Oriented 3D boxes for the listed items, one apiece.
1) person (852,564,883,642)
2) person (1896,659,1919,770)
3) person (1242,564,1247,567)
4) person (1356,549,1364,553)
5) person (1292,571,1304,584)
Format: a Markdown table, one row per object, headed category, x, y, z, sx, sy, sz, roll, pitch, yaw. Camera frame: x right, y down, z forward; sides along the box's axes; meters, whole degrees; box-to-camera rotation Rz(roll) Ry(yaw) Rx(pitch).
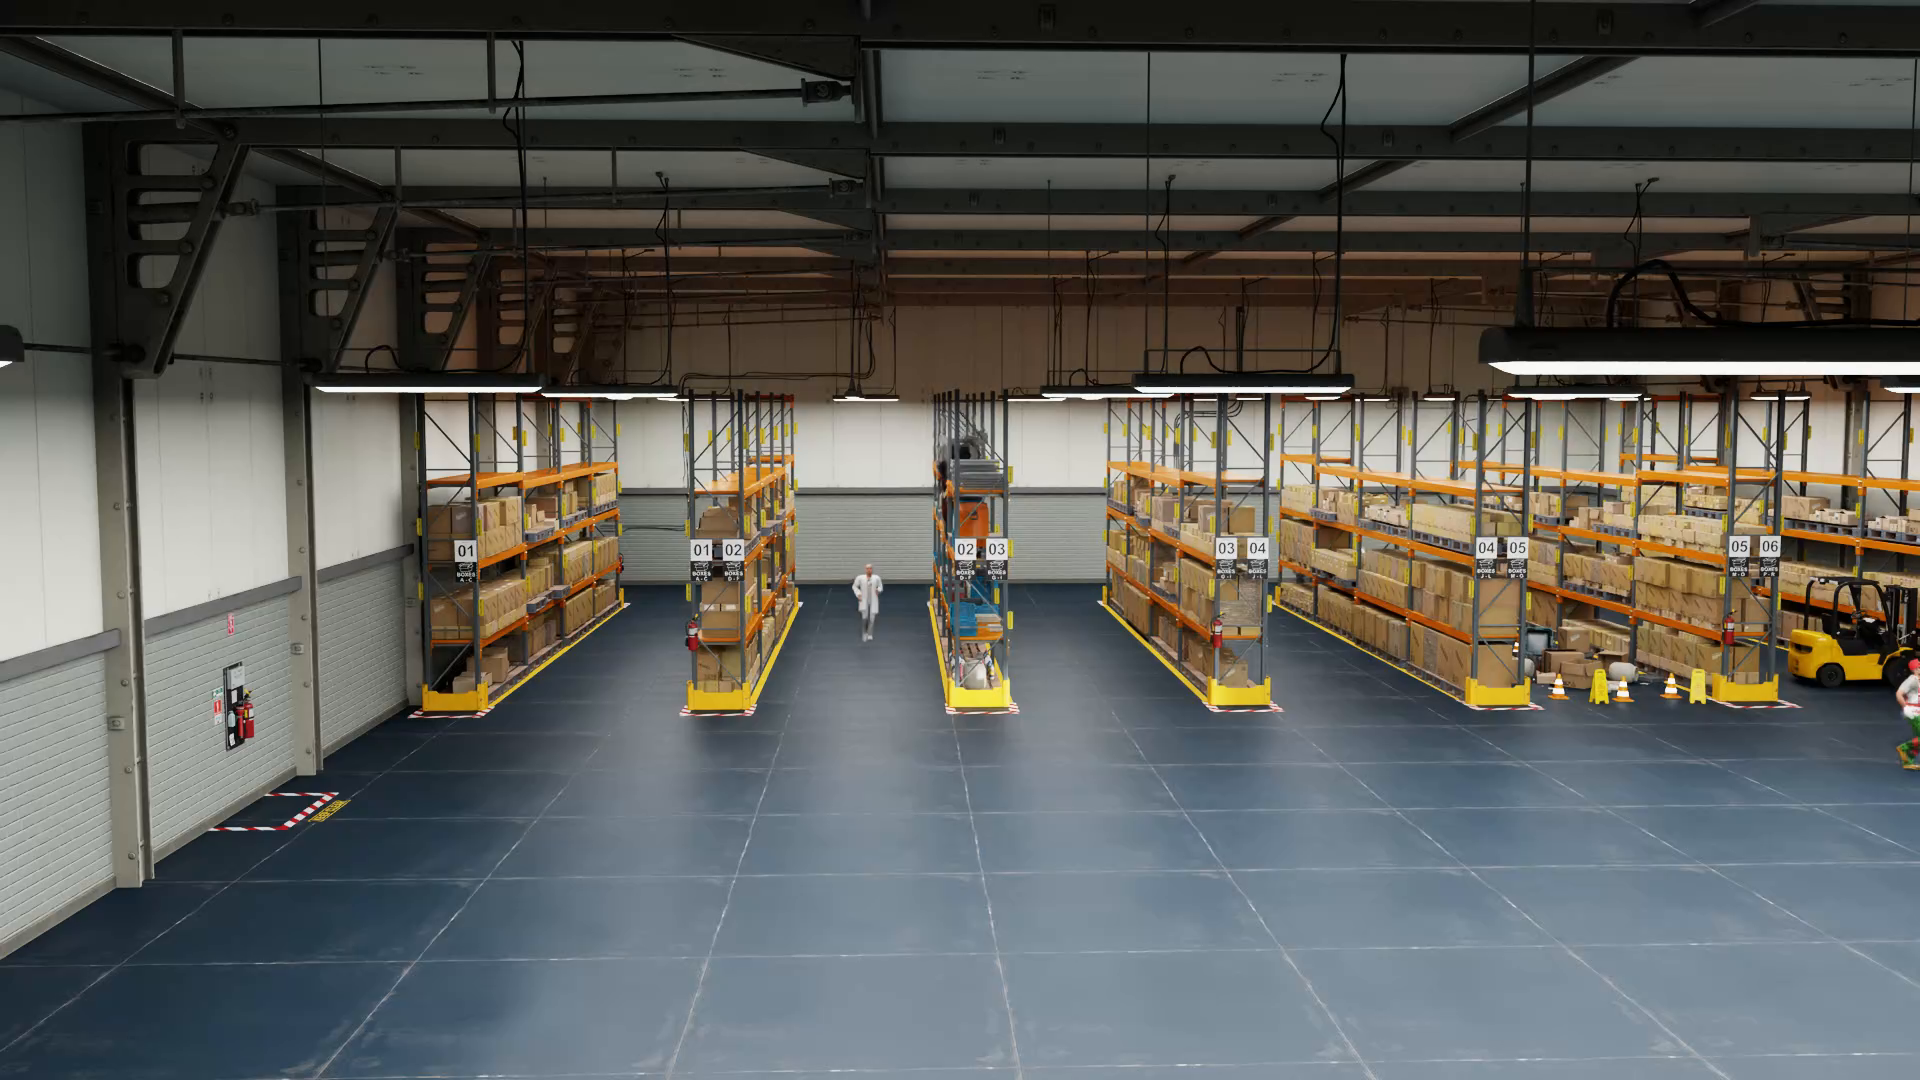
| category | x | y | z | sx | sy | sz | roll | pitch | yaw |
| --- | --- | --- | --- | --- | --- | --- | --- | --- | --- |
| person | -2.100 | 1.464 | 38.264 | 0.694 | 1.804 | 0.642 | -1 | 5 | -10 |
| person | 14.987 | 2.736 | 25.975 | 0.580 | 1.750 | 0.665 | 4 | 6 | 38 |
| person | 7.899 | 1.106 | 46.434 | 0.636 | 1.655 | 0.735 | 1 | 5 | 11 |
| person | 11.154 | 1.080 | 46.394 | 0.657 | 1.723 | 0.626 | 0 | 5 | -4 |
| person | 10.106 | 0.963 | 49.018 | 0.596 | 1.602 | 0.648 | 2 | 5 | 28 |
